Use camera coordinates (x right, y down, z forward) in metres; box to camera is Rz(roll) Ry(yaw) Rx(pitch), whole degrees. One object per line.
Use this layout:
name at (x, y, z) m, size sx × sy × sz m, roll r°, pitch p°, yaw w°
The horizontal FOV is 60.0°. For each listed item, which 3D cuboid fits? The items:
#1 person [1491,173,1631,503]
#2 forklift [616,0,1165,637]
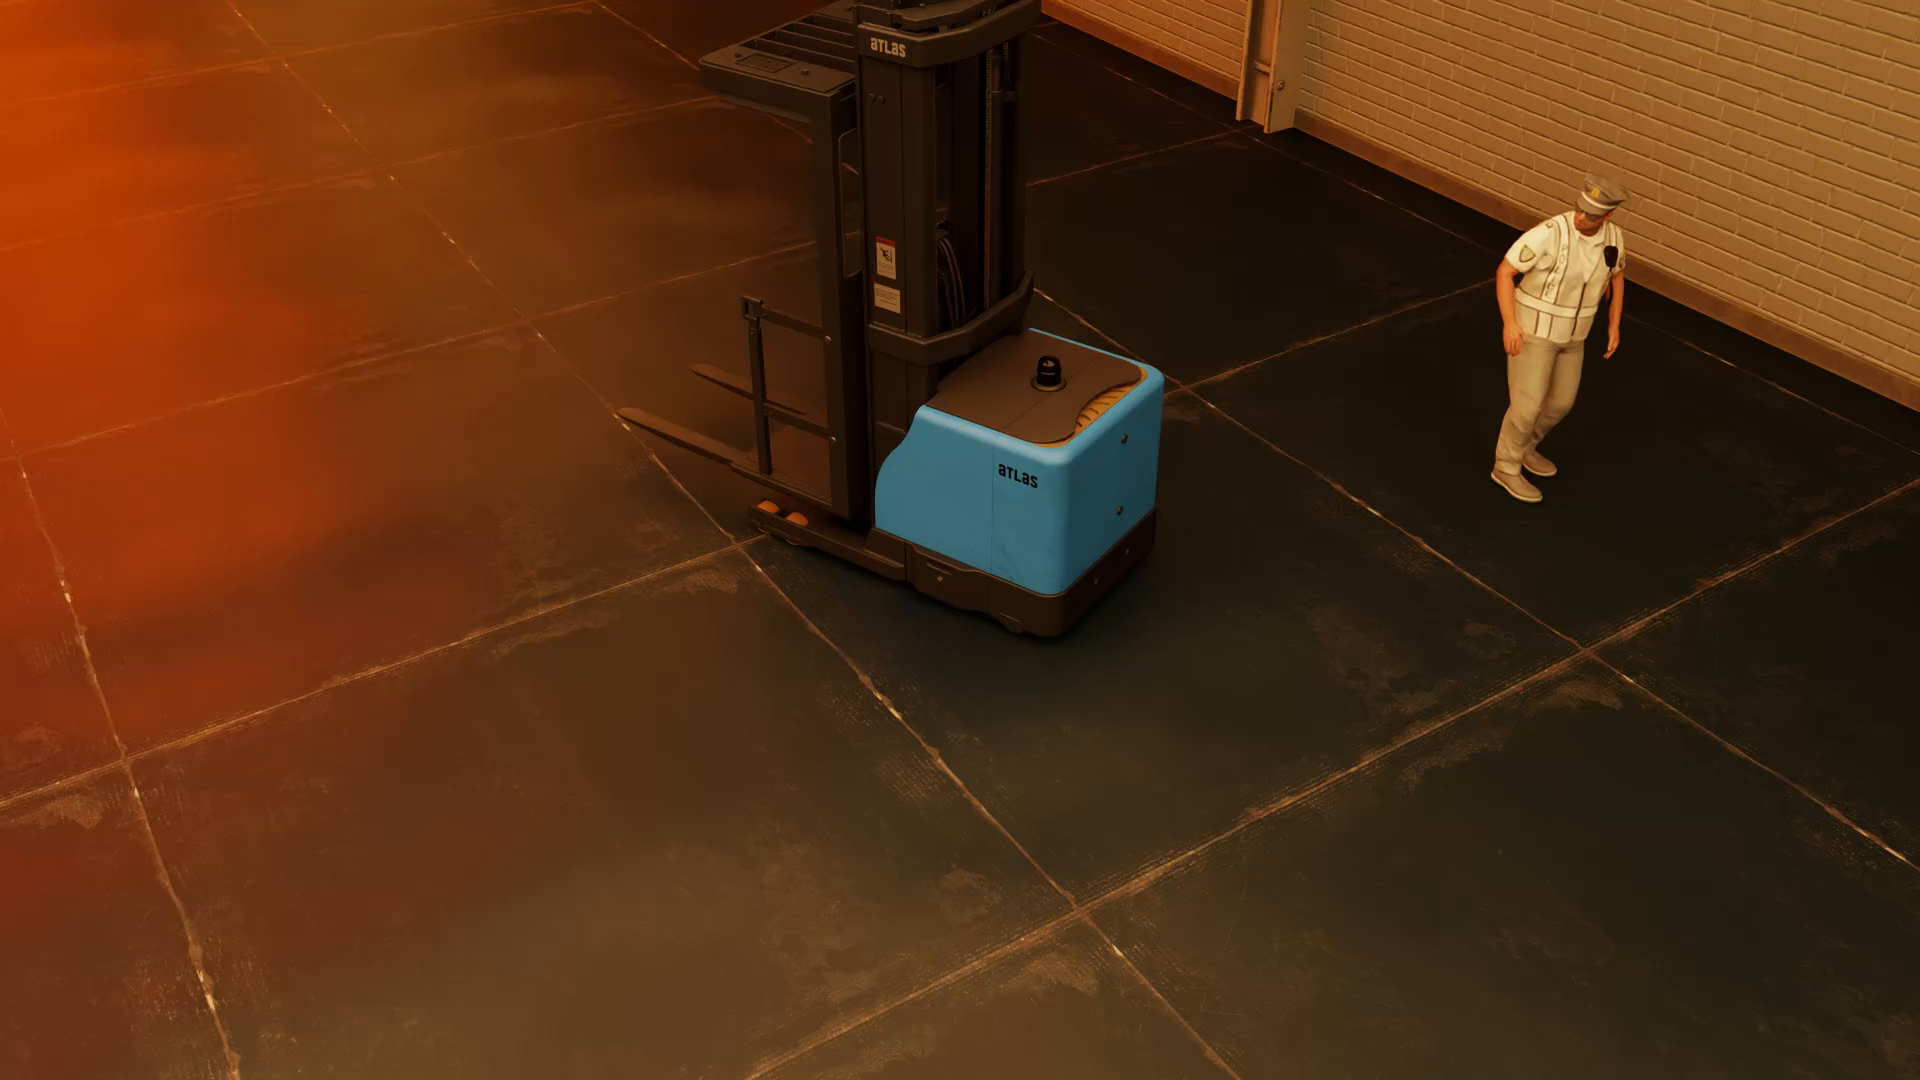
person at (3.166, -1.073, 8.717) m, size 0.742 × 1.736 × 0.531 m, roll -13°, pitch 37°, yaw -18°
forklift at (-0.500, -1.399, 8.138) m, size 3.031 × 2.935 × 1.130 m, roll 22°, pitch 41°, yaw 28°
